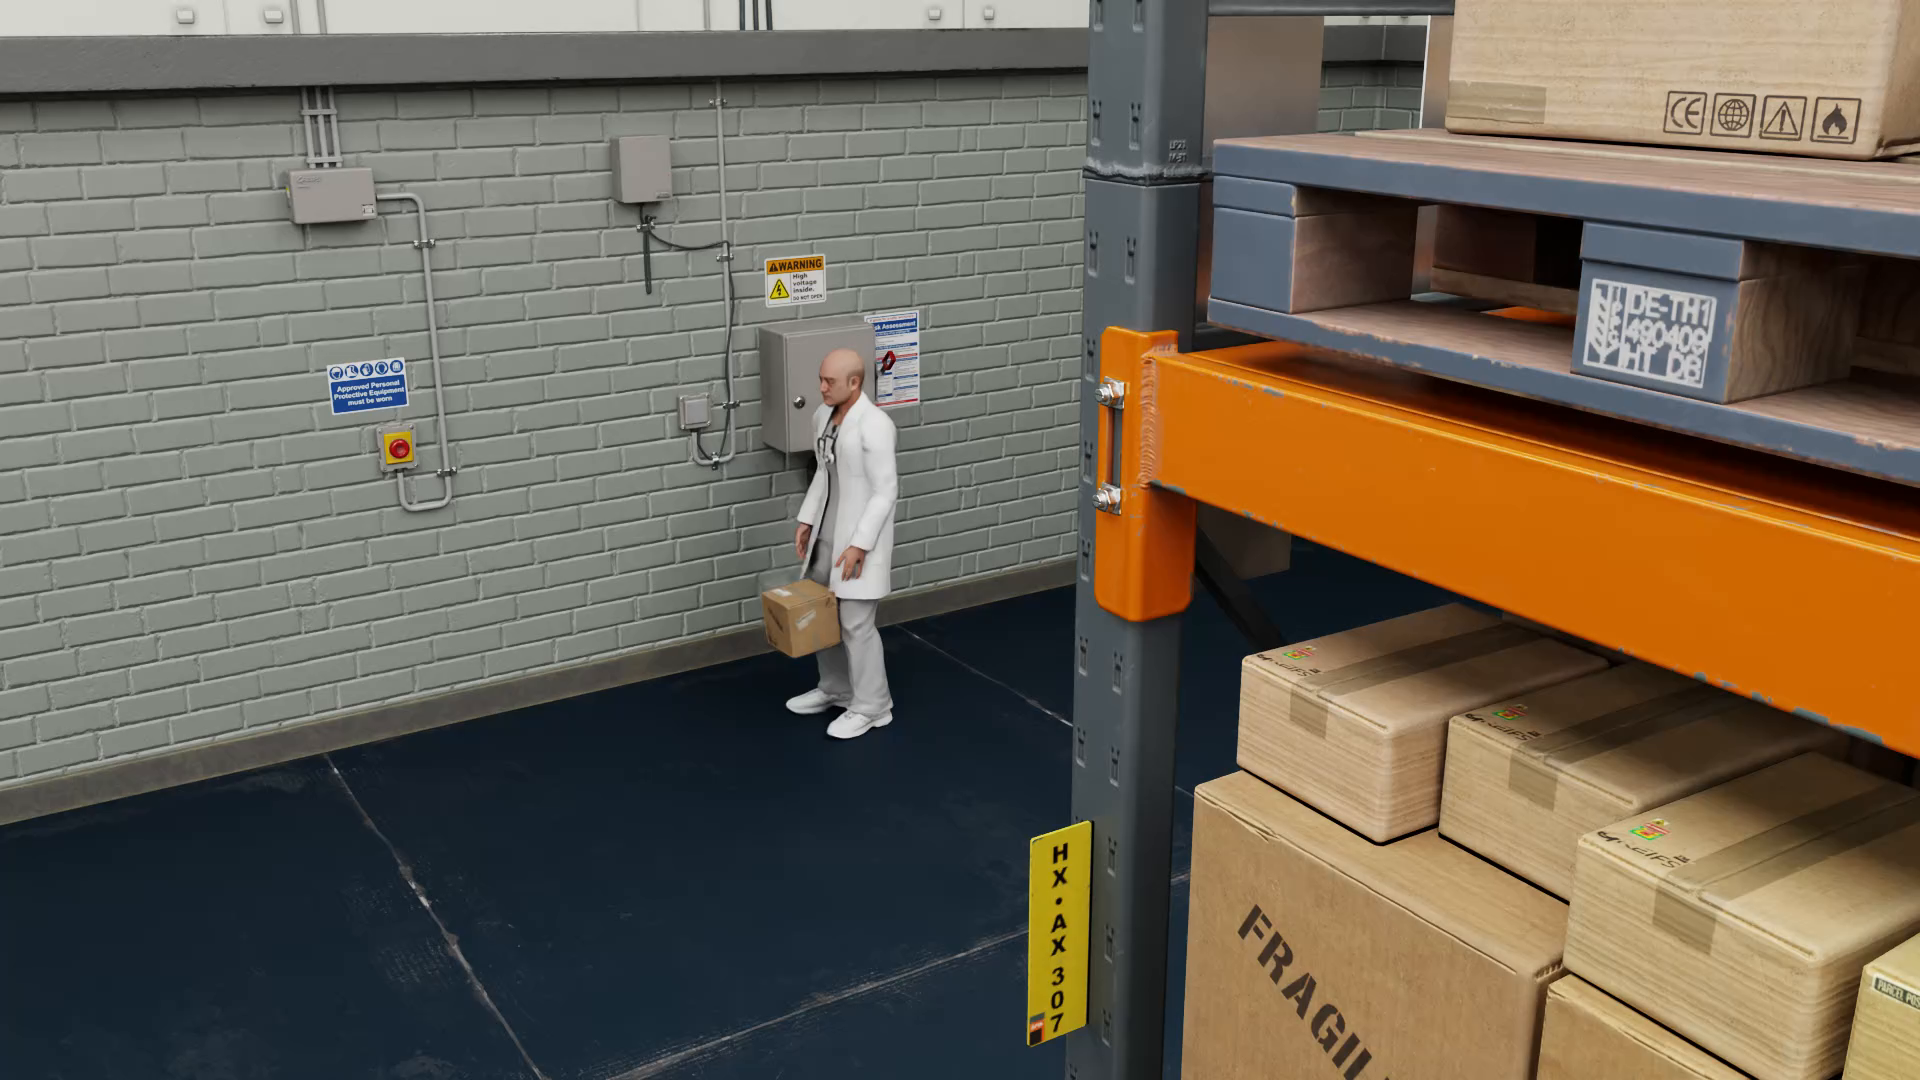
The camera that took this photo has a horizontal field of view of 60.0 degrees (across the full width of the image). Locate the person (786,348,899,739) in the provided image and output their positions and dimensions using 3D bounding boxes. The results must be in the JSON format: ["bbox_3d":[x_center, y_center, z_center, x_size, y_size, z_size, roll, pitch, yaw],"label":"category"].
[{"bbox_3d":[-0.514,0.002,7.566,0.424,1.778,0.589,-12,21,-33],"label":"person"}]
